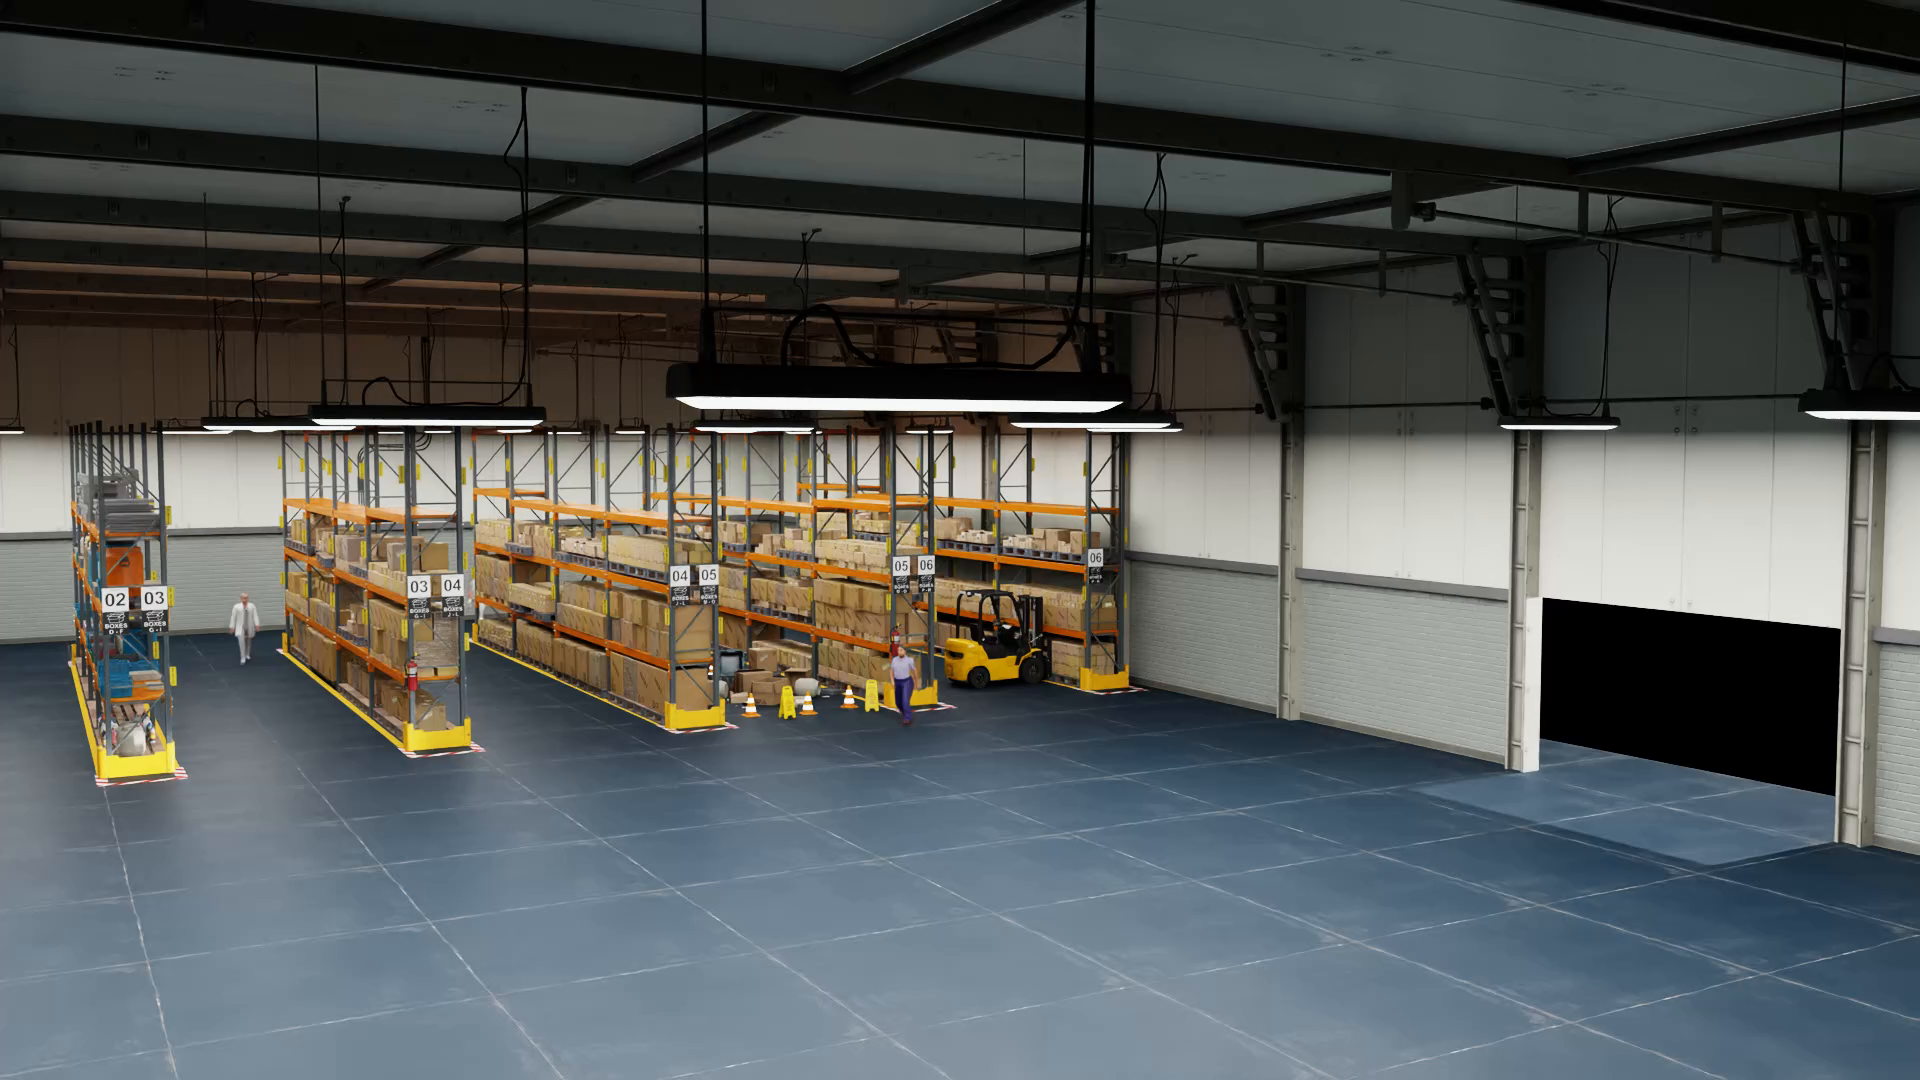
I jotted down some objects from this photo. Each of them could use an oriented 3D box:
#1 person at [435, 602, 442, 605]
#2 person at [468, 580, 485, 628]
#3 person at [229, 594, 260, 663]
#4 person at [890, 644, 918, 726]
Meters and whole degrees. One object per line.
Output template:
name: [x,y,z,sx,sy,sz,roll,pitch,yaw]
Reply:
person: [-13.665,2.187,43.537,0.383,1.681,0.585,3,5,45]
person: [-14.320,1.779,49.382,0.513,1.727,1.058,0,4,5]
person: [-18.168,2.221,42.245,0.707,1.715,1.086,-2,4,-29]
person: [-1.116,2.885,33.255,0.572,1.597,0.833,2,4,29]
